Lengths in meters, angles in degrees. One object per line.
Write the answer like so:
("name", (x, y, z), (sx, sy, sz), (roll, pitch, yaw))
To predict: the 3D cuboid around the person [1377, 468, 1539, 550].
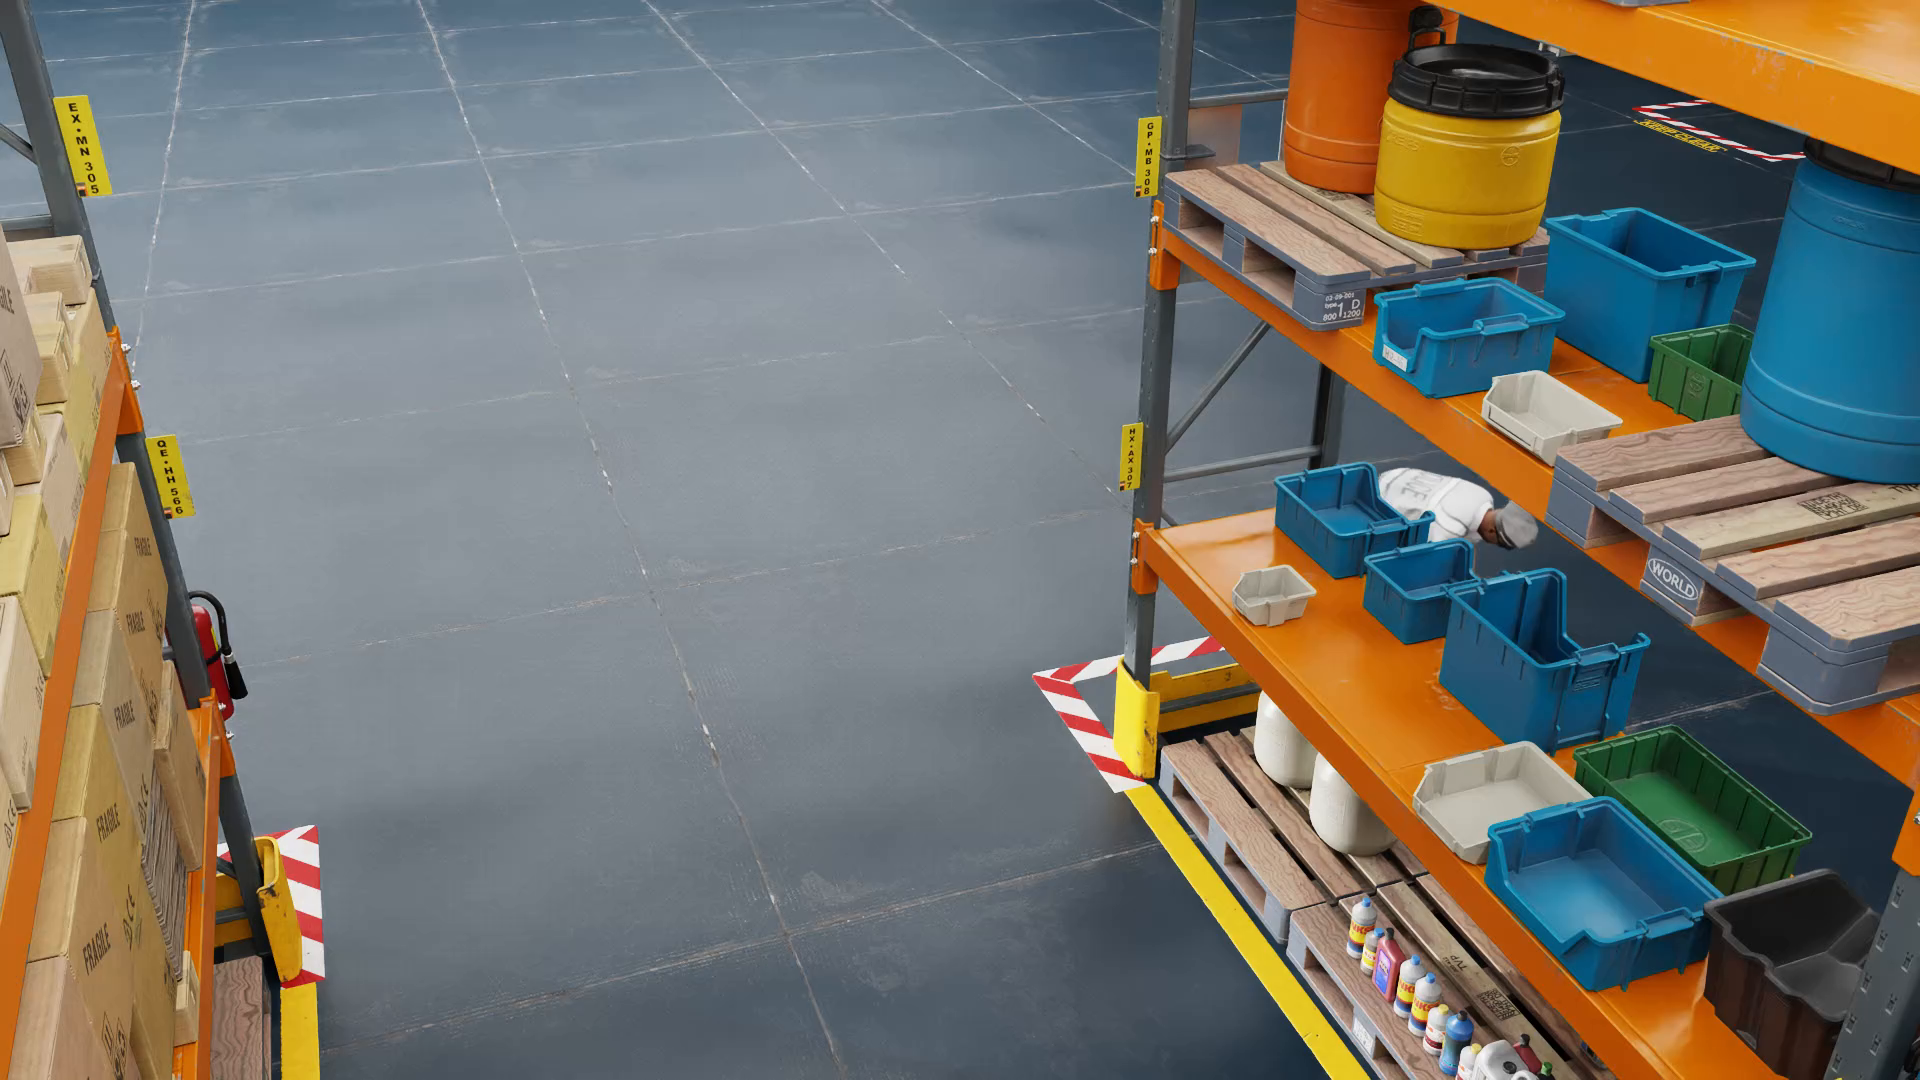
("person", (2.536, 0.117, 8.891), (1.026, 1.007, 0.544), (26, 39, 37))
